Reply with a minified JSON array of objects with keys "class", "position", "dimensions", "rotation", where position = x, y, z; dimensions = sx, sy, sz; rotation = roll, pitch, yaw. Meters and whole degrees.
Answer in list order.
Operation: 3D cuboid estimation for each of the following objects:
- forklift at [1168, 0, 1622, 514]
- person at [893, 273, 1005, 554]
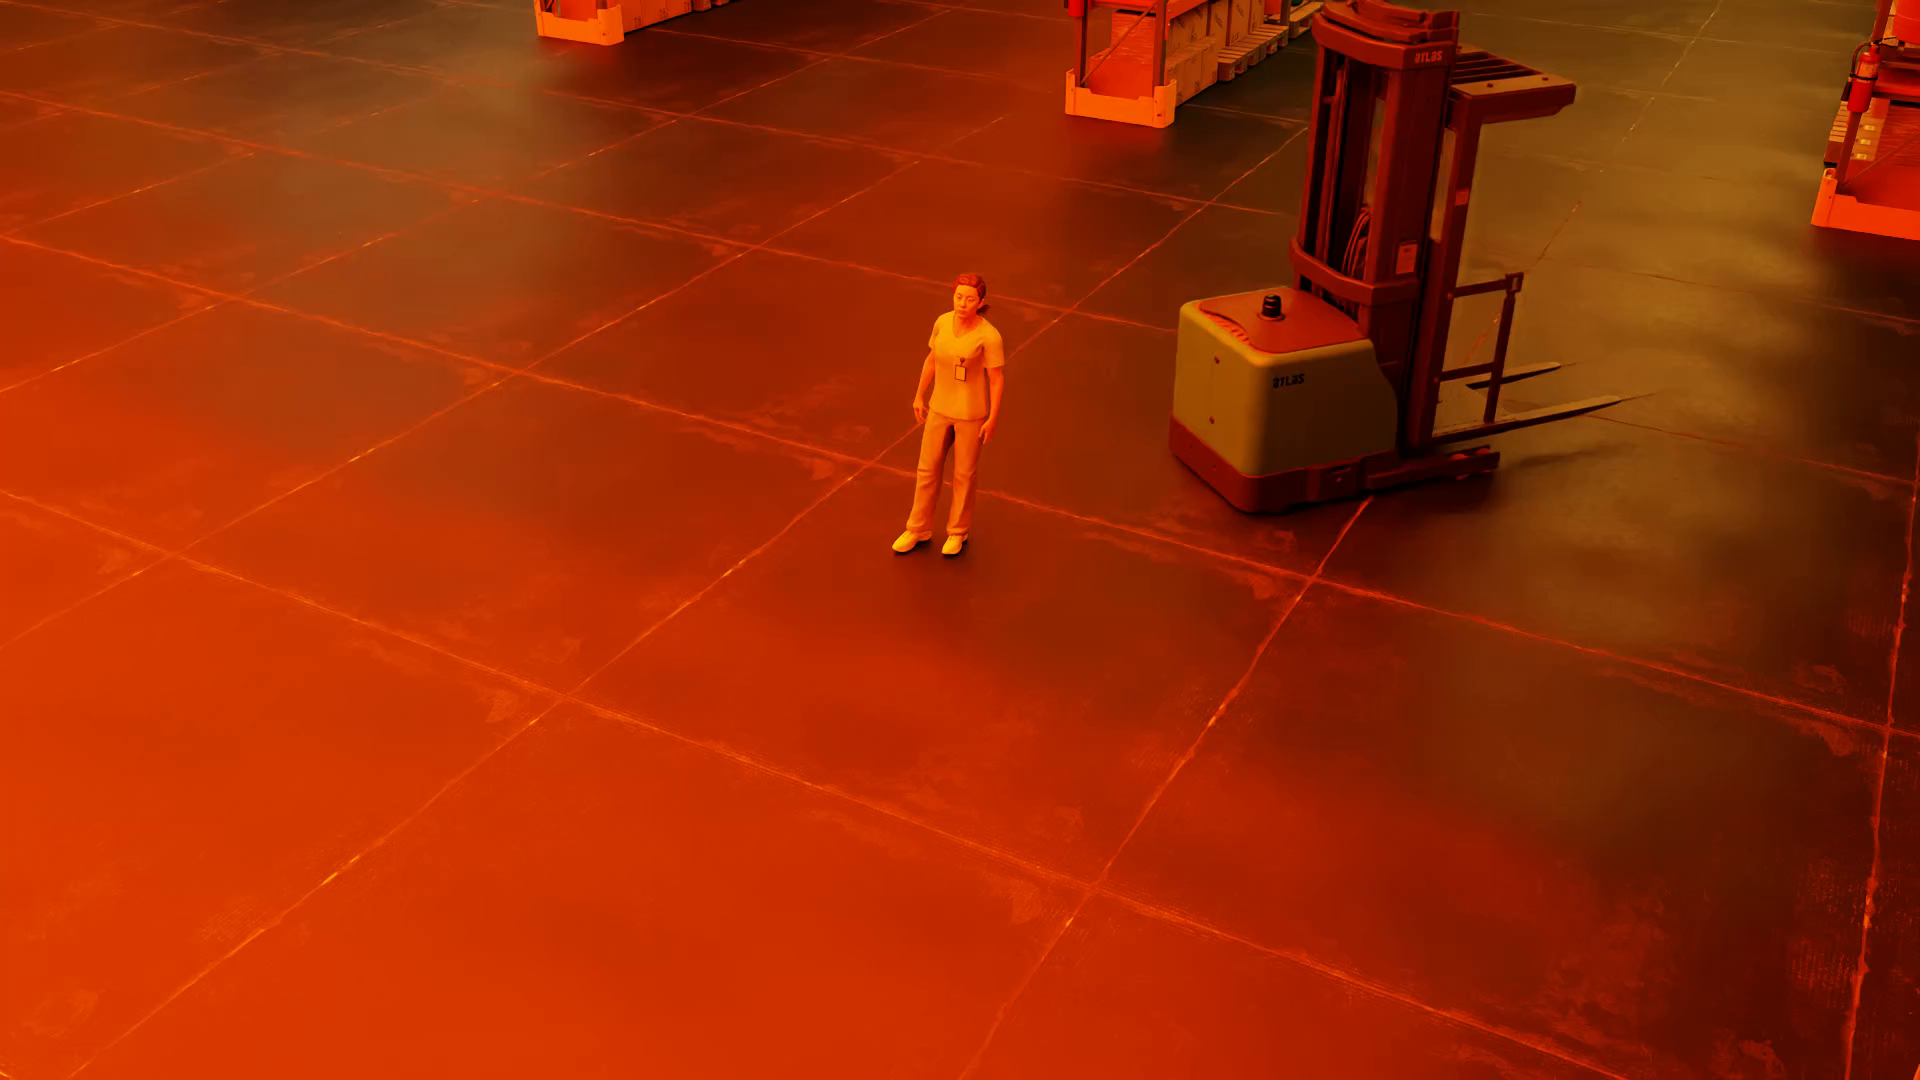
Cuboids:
[{"class":"forklift","position":[2.934,-1.890,10.345],"dimensions":[3.031,2.935,1.130],"rotation":[-11,32,-19]},{"class":"person","position":[-0.052,-0.698,9.522],"dimensions":[0.550,1.675,0.528],"rotation":[15,33,25]}]
